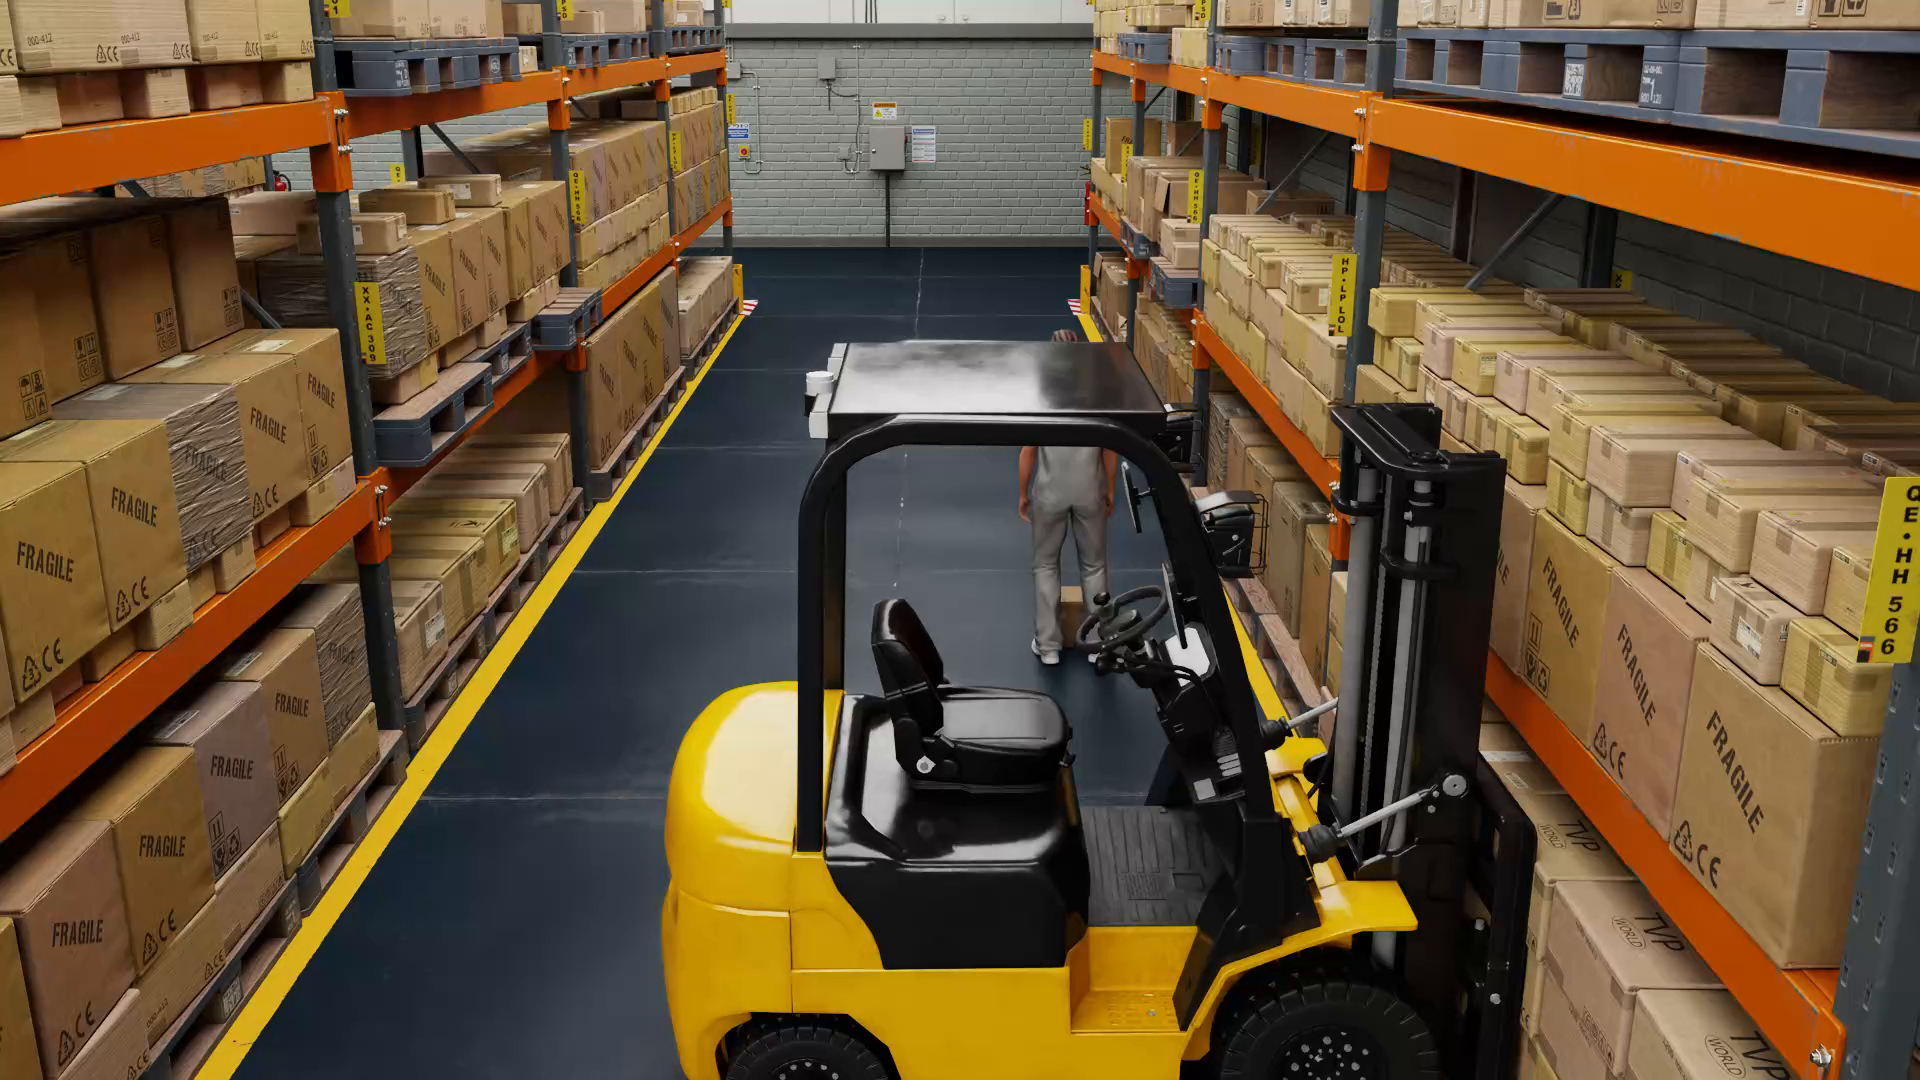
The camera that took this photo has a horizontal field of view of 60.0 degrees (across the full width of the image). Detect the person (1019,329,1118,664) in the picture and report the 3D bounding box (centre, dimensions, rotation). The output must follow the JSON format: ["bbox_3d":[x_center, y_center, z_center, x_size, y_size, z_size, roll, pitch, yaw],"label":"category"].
[{"bbox_3d":[0.539,-0.205,8.214,0.513,1.671,0.359,-1,17,-4],"label":"person"}]
